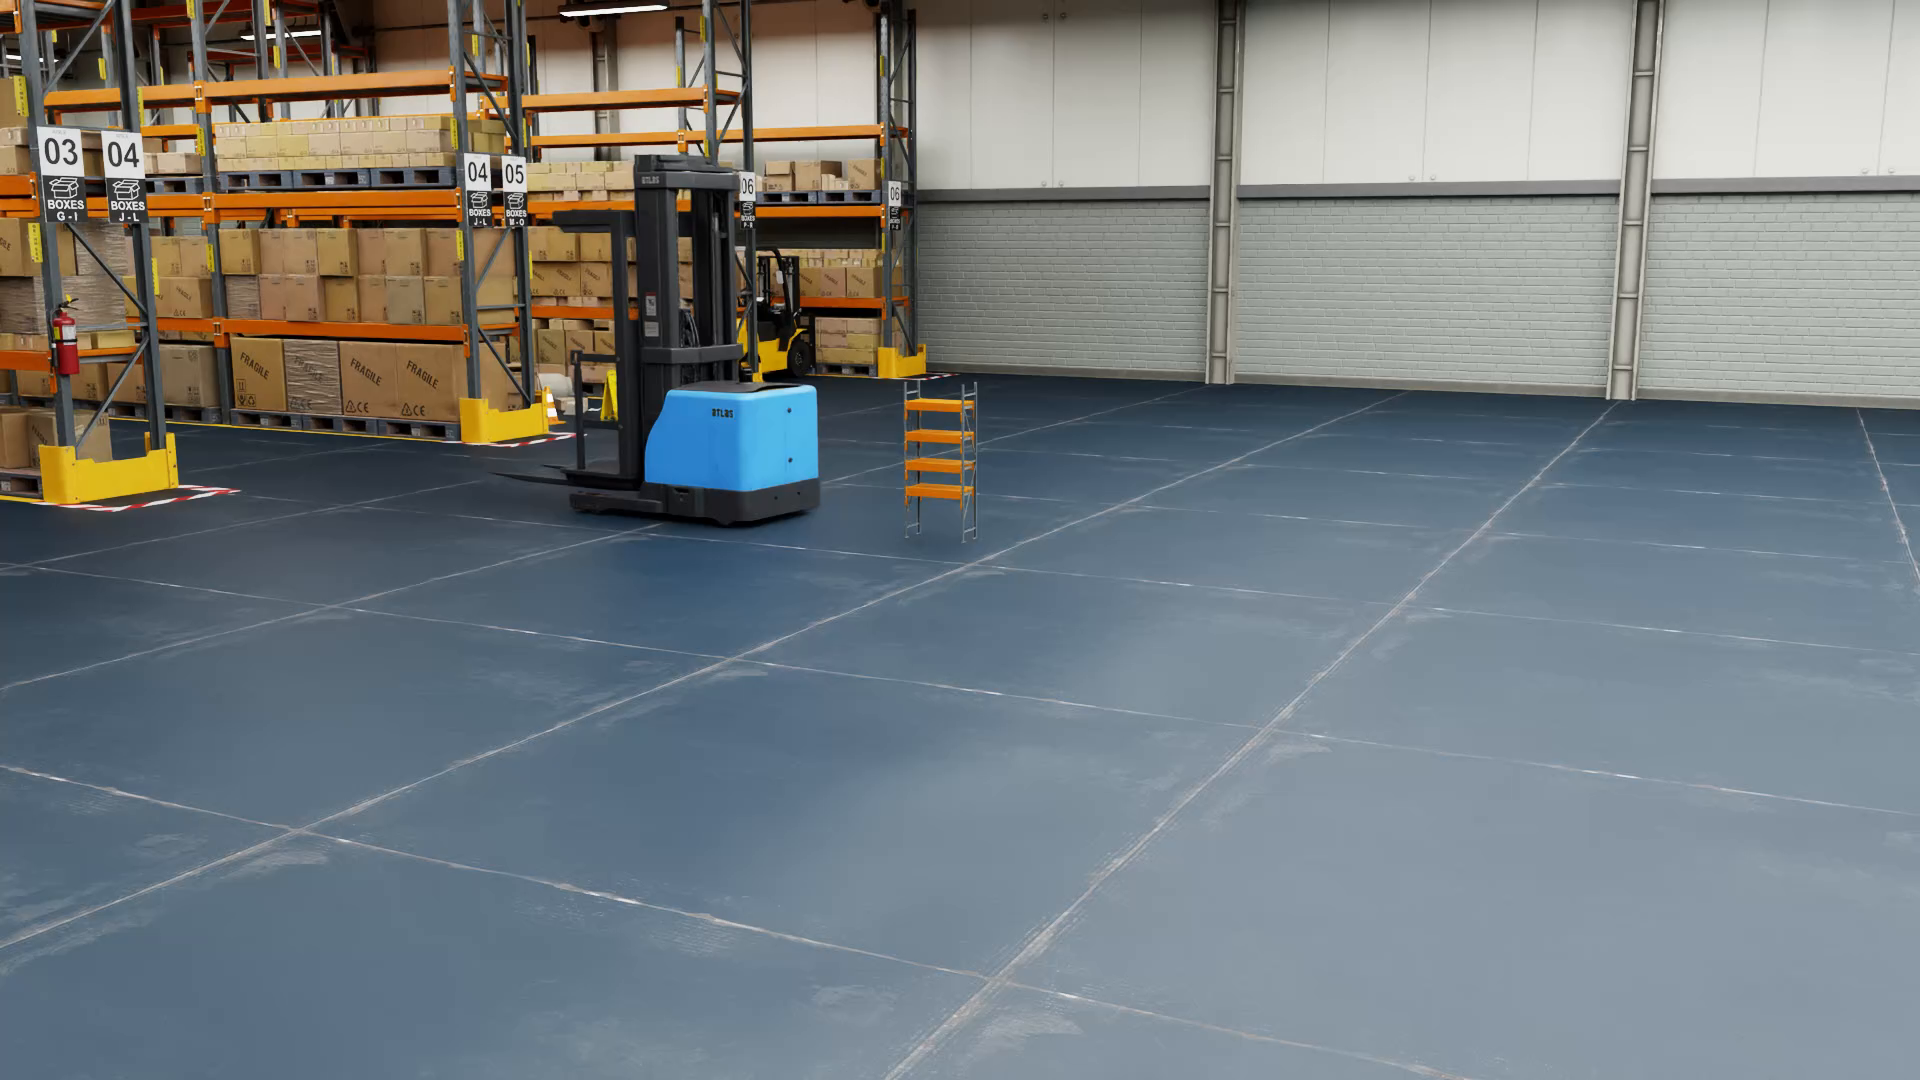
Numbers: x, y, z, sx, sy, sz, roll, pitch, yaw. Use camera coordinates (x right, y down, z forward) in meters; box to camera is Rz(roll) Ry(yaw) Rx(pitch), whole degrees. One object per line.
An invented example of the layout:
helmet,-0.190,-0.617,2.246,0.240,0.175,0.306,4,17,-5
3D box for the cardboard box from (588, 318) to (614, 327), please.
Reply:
cardboard box,-6.426,-3.773,30.644,0.625,0.625,0.875,5,11,23

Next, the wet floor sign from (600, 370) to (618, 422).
wet floor sign,-4.389,-1.823,20.991,0.232,0.644,0.267,3,11,16

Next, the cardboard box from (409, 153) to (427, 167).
cardboard box,-5.965,-4.268,18.712,0.250,0.149,0.380,5,11,26

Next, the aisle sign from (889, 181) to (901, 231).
aisle sign,-1.070,-5.486,27.321,0.004,0.787,0.394,5,11,26

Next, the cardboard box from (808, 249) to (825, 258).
cardboard box,-2.368,-4.834,28.077,0.250,0.149,0.380,5,12,27

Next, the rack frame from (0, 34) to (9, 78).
rack frame,-17.540,-7.679,29.891,0.127,3.000,1.000,5,11,26

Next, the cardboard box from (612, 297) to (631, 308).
cardboard box,-4.800,-3.427,23.950,0.250,0.149,0.380,5,11,25

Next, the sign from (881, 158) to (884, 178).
sign,-1.251,-6.046,27.029,0.005,0.325,0.100,5,11,26

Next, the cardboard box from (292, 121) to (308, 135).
cardboard box,-7.560,-4.800,19.415,0.250,0.149,0.380,5,11,26

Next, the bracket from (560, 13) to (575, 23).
bracket,-7.134,-9.630,30.564,0.430,0.232,0.235,5,11,26

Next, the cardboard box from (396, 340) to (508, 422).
cardboard box,-5.929,-1.872,19.436,0.875,0.875,0.875,5,11,26

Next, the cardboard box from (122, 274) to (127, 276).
cardboard box,-10.694,-3.682,21.565,0.500,0.500,0.700,5,11,25

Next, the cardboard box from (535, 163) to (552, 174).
cardboard box,-5.938,-5.386,24.111,0.250,0.149,0.380,5,11,25

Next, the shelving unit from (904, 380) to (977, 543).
shelving unit,-0.148,-0.603,12.695,0.503,1.200,0.258,5,11,26

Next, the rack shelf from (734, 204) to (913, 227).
rack shelf,-2.792,-5.539,28.508,4.000,0.370,1.077,5,11,26

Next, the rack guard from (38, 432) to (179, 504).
rack guard,-7.645,-0.659,14.970,0.348,0.500,1.175,5,11,26

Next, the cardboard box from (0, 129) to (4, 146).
cardboard box,-8.145,-3.493,14.487,0.250,0.149,0.380,5,11,24

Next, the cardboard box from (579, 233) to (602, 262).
cardboard box,-5.086,-4.285,24.062,0.500,0.500,0.700,5,11,25

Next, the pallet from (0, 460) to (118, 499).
pallet,-8.358,-0.587,15.380,1.213,0.211,1.003,5,11,26

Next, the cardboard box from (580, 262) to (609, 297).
cardboard box,-5.141,-3.784,24.097,0.500,0.500,0.500,5,11,26

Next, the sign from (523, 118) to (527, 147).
sign,-5.040,-4.701,19.182,0.005,0.325,0.100,5,11,26

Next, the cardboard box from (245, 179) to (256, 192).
cardboard box,-11.338,-5.876,26.892,0.500,0.500,0.700,4,11,23

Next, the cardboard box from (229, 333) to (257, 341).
cardboard box,-11.747,-3.396,27.860,0.875,0.875,0.875,5,11,27

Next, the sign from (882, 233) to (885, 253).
sign,-1.251,-4.860,27.244,0.005,0.325,0.100,5,11,26

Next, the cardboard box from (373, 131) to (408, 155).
cardboard box,-6.302,-4.506,18.905,0.500,0.250,0.500,5,11,26

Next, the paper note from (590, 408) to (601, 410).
paper note,-4.920,-1.762,22.378,0.142,0.019,0.148,1,10,6

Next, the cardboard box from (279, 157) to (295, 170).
cardboard box,-7.789,-4.428,19.597,0.250,0.149,0.380,5,11,25

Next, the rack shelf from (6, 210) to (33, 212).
rack shelf,-14.259,-4.578,23.198,4.000,0.370,1.077,5,11,26

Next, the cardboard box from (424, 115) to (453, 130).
cardboard box,-5.744,-4.641,18.532,0.250,0.149,0.380,5,11,26

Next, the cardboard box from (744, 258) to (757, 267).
cardboard box,-3.514,-4.787,28.656,0.250,0.149,0.380,5,11,25

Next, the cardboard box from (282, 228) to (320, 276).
cardboard box,-7.595,-3.464,19.995,0.550,0.550,0.875,5,11,26

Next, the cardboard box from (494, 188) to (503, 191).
cardboard box,-6.505,-5.251,24.487,0.500,0.250,0.500,5,11,25

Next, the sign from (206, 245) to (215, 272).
sign,-9.110,-3.426,20.209,0.005,0.325,0.100,5,11,26

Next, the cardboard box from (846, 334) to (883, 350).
cardboard box,-1.574,-3.347,27.940,0.500,0.250,0.500,5,11,25

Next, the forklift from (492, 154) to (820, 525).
forklift,-2.697,-1.731,14.065,3.031,2.935,1.130,6,12,31

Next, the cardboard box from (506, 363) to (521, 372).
cardboard box,-6.420,-2.251,23.756,0.500,0.500,0.500,-4,11,-23

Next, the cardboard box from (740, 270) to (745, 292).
cardboard box,-3.829,-4.508,28.938,0.500,0.500,0.500,5,12,27

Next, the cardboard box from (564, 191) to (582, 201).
cardboard box,-5.490,-4.954,23.965,0.250,0.149,0.380,5,11,25

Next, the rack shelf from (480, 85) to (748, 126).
rack shelf,-4.985,-6.220,23.860,4.000,0.370,1.077,5,11,26

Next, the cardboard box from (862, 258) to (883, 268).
cardboard box,-1.434,-4.610,27.678,0.250,0.149,0.380,5,11,27

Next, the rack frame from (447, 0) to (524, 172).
rack frame,-5.291,-5.620,18.513,0.127,3.000,1.000,5,11,26

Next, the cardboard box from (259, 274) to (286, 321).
cardboard box,-8.039,-2.990,20.405,0.550,0.550,0.875,5,11,26

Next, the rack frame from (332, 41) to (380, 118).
rack frame,-11.760,-8.157,32.531,0.127,3.000,1.000,5,11,26

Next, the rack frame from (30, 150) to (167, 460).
rack frame,-7.577,-1.883,14.714,0.127,3.000,1.000,5,11,26

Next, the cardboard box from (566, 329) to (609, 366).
cardboard box,-5.420,-2.833,24.396,0.500,0.500,0.500,6,12,29

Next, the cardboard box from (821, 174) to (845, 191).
cardboard box,-2.104,-5.962,27.742,0.258,0.266,0.396,5,11,26

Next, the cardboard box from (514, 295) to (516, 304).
cardboard box,-6.638,-3.582,24.803,0.250,0.149,0.380,5,11,26

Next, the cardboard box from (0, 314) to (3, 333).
cardboard box,-8.559,-2.147,15.054,0.500,0.500,0.875,5,11,26

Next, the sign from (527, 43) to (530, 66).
sign,-6.522,-7.317,25.047,0.005,0.325,0.100,5,11,26

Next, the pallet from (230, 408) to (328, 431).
pallet,-8.231,-1.538,20.637,1.213,0.211,1.003,5,11,26
